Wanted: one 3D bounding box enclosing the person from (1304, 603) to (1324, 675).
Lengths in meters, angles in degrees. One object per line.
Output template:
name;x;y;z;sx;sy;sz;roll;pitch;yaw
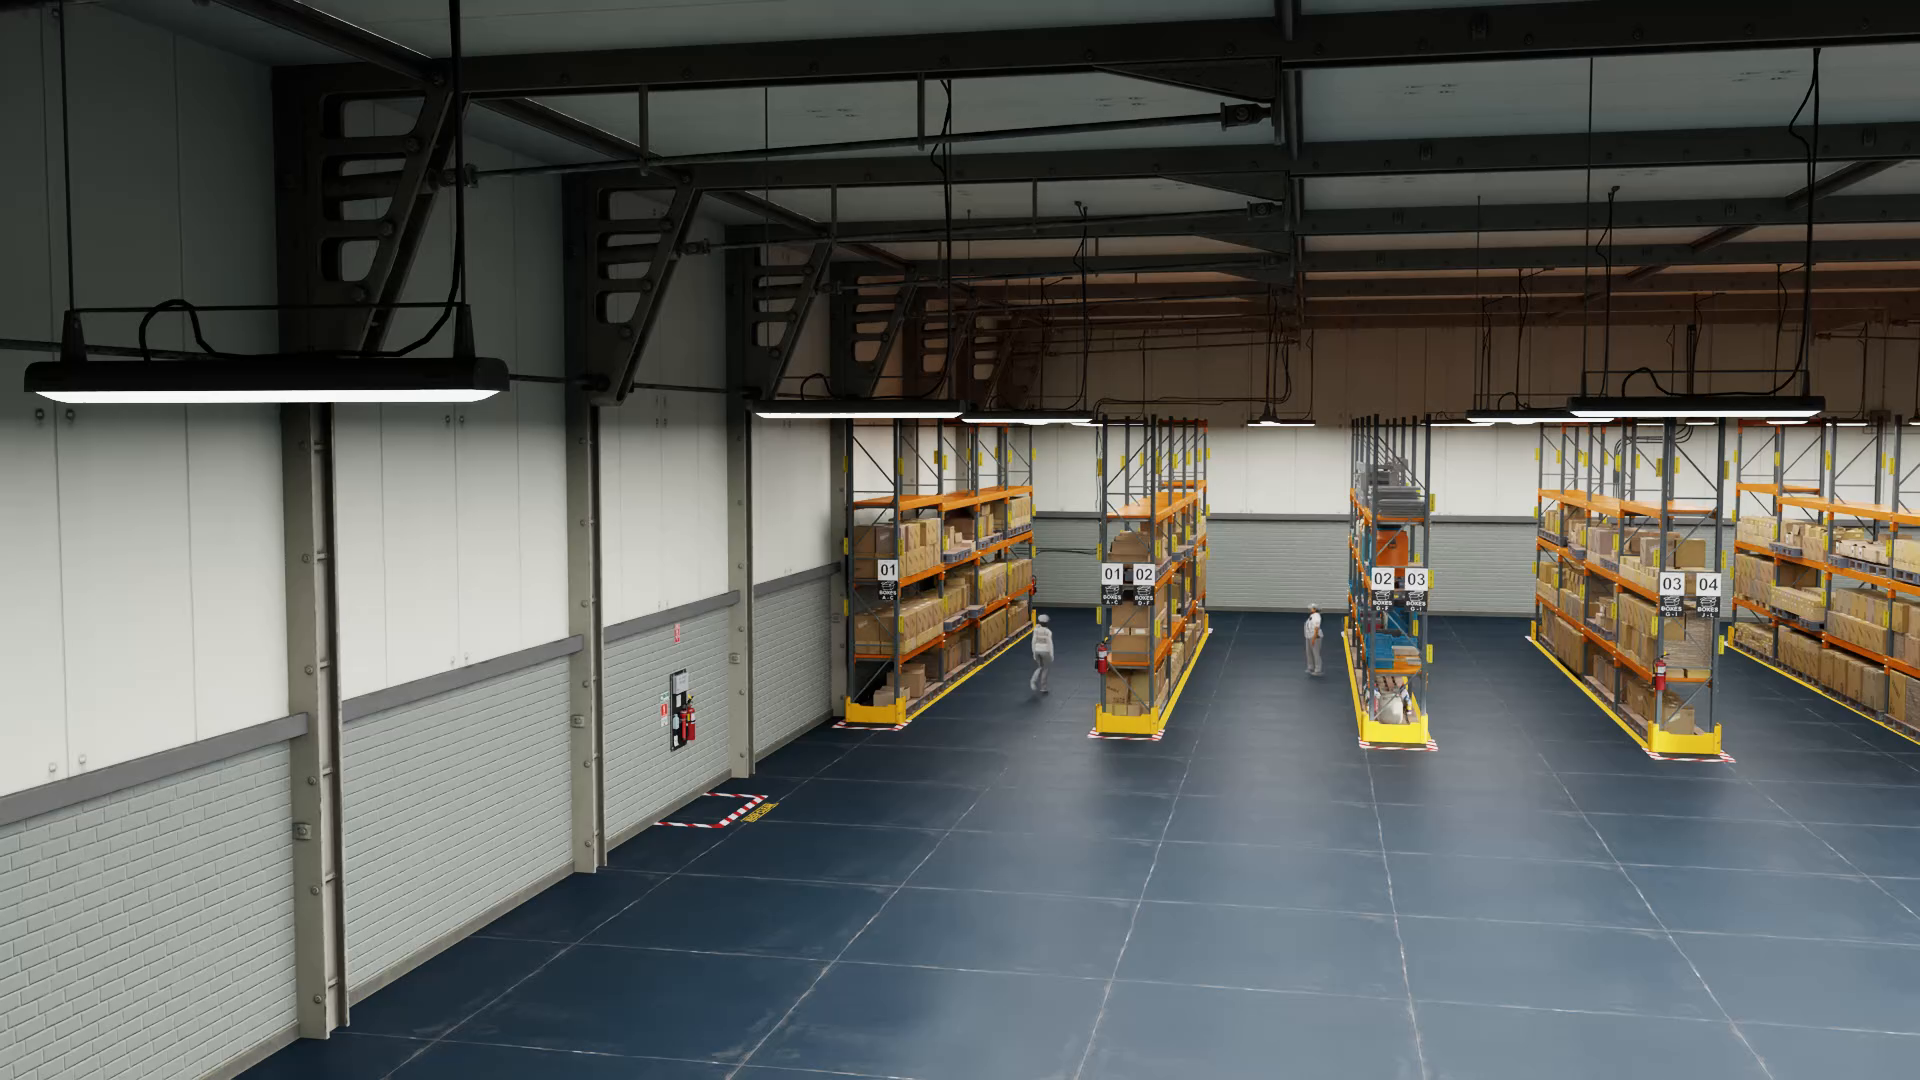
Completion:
person;8.259;2.308;38.851;0.439;1.673;0.521;-1;4;-17

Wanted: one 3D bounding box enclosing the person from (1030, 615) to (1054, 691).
person;1.783;2.461;36.124;0.497;1.686;0.478;-4;5;-43
